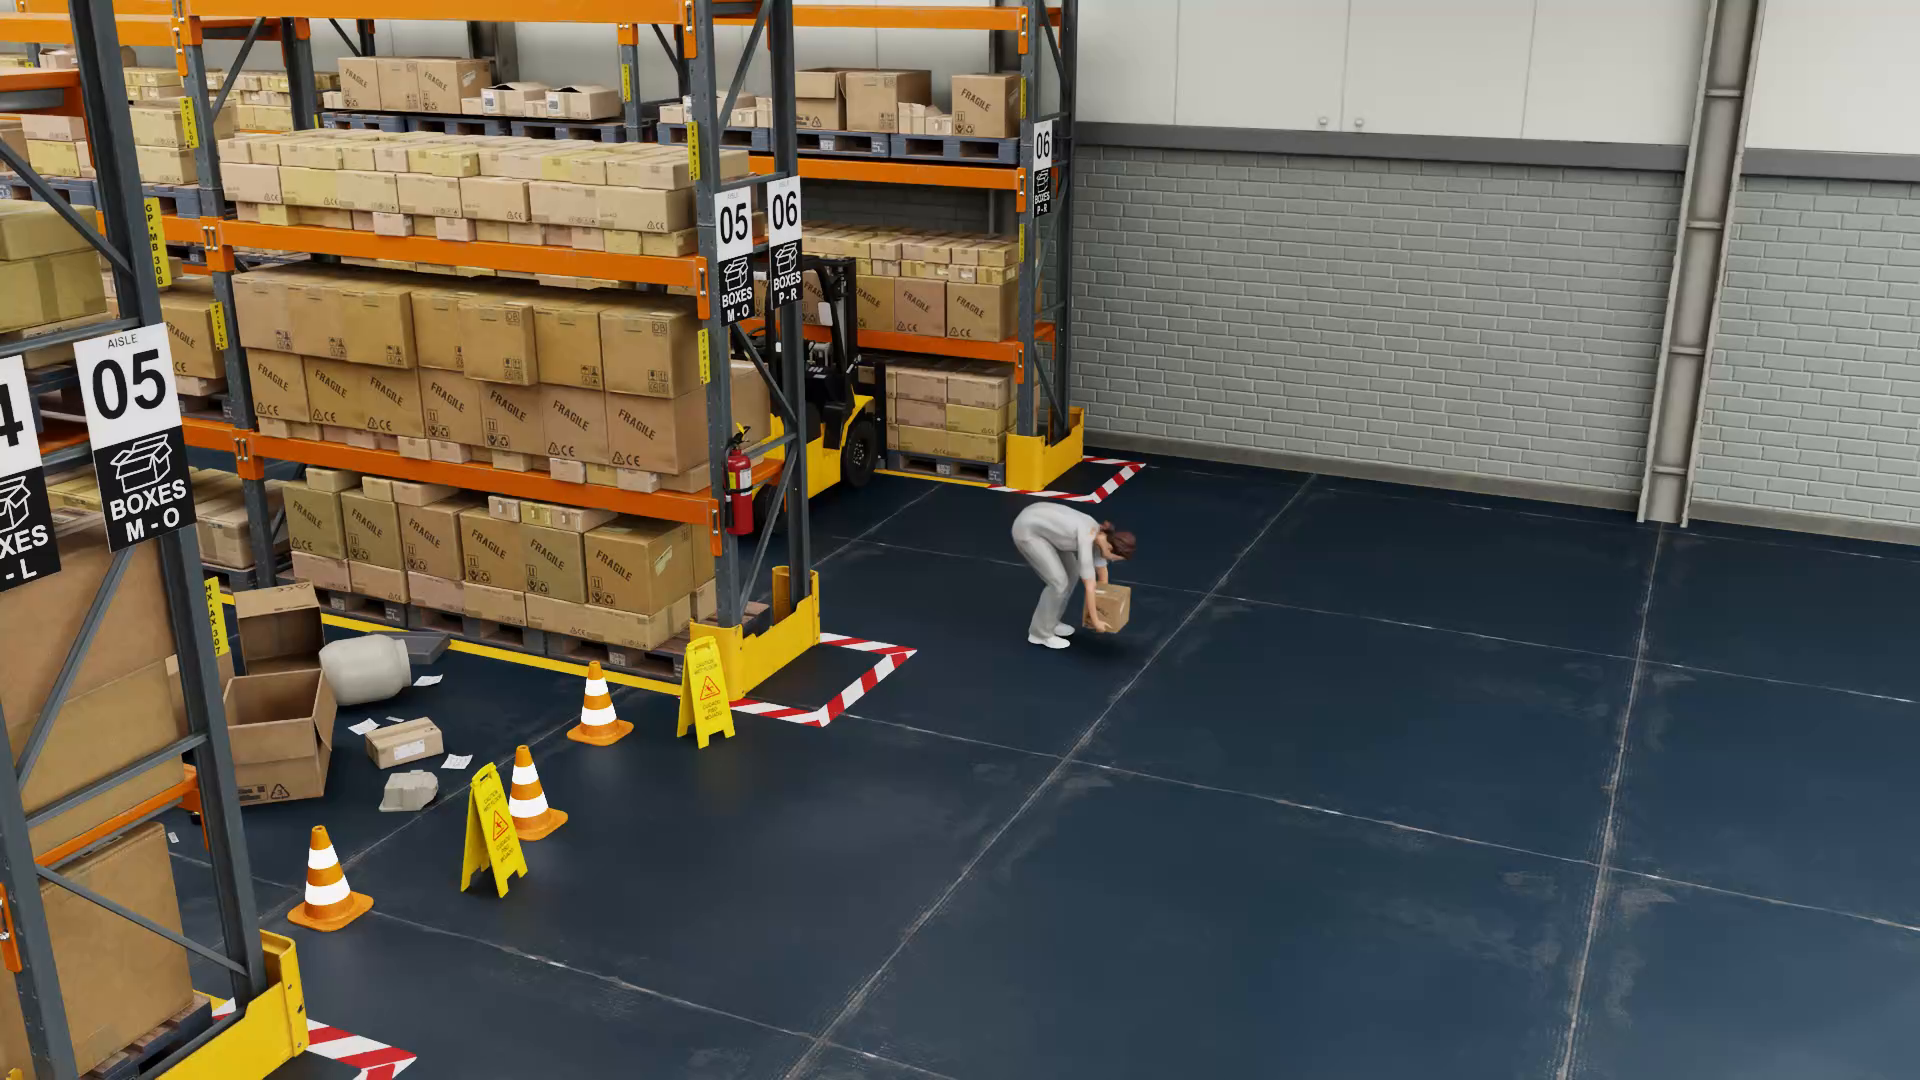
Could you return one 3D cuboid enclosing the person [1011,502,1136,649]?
[{"bbox_3d":[0.781,0.247,11.407,0.863,0.985,0.446,7,20,20],"label":"person"}]
